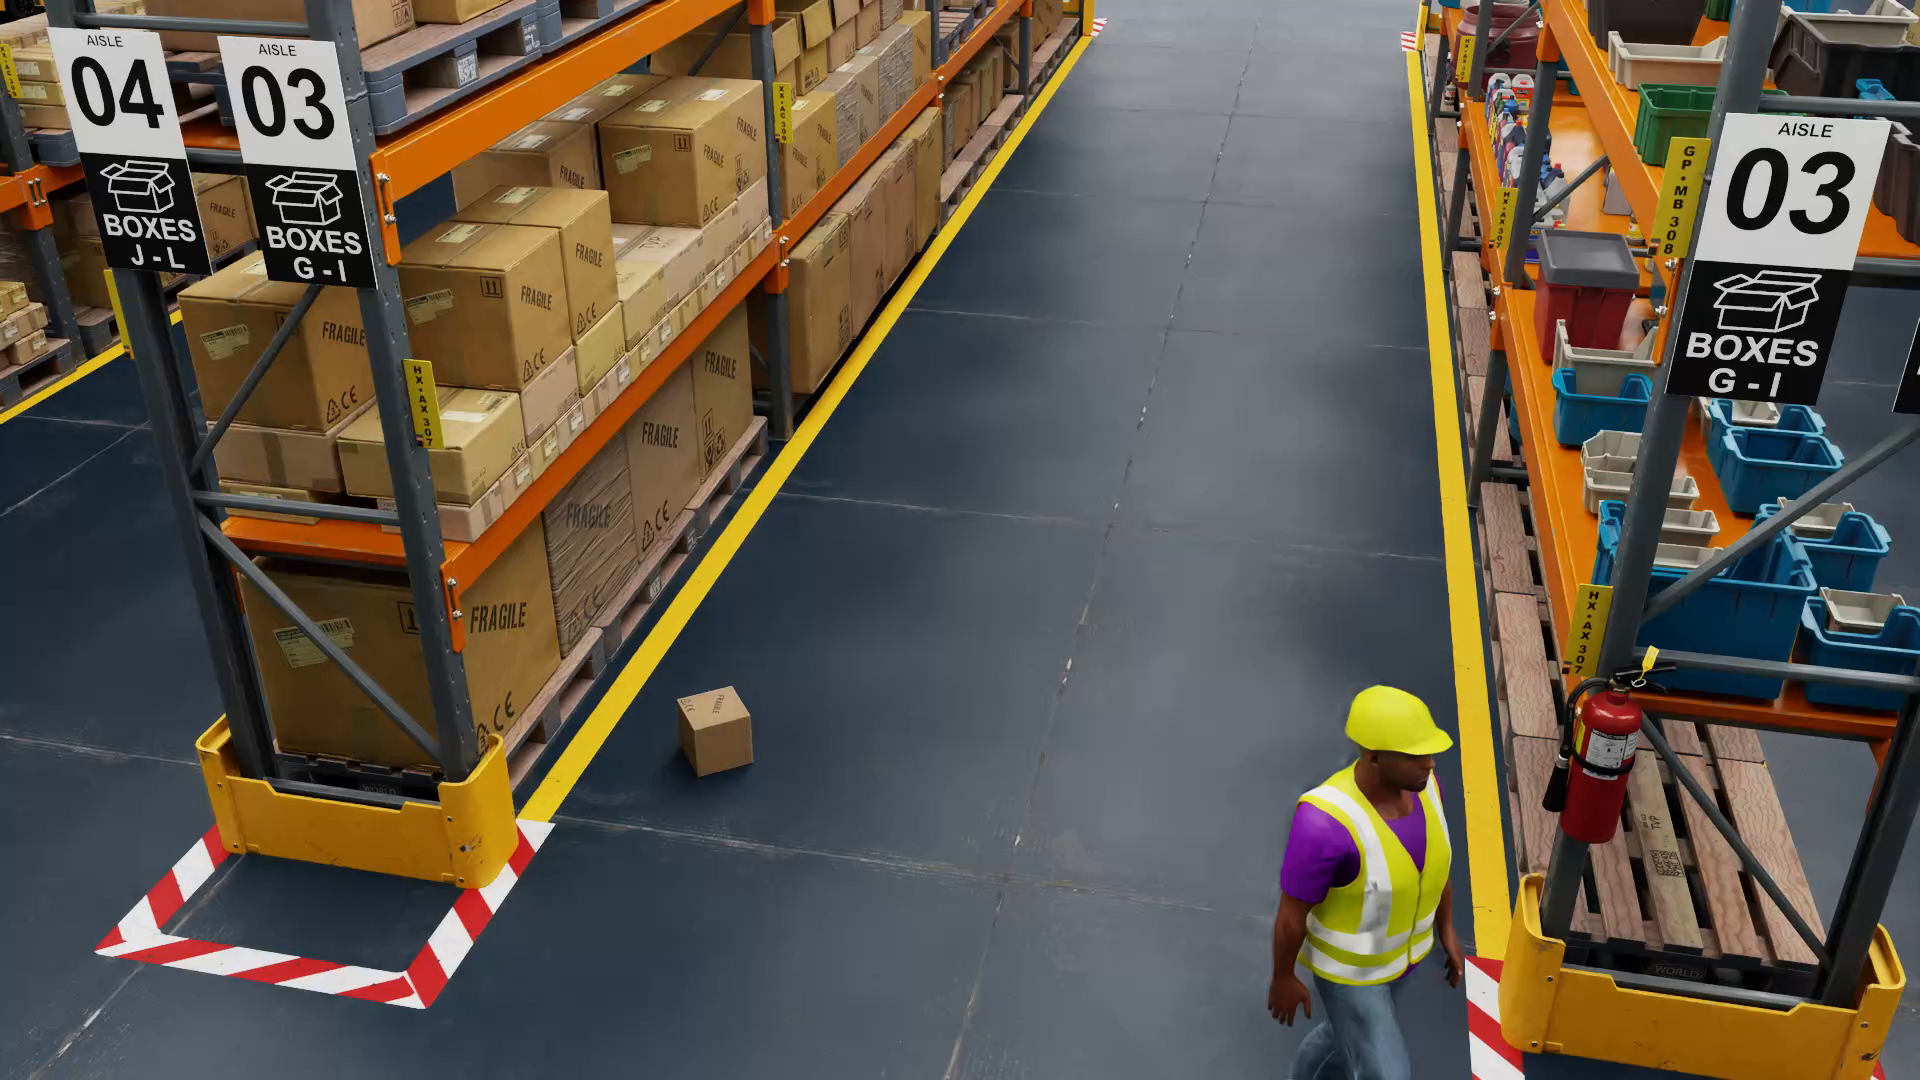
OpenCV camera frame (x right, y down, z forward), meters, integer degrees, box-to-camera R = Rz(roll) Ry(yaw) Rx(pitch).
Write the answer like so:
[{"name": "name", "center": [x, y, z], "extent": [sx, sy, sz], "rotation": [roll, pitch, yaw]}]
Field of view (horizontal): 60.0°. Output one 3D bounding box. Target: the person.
[{"name": "person", "center": [1.200, 1.235, 4.857], "extent": [0.598, 1.818, 0.532], "rotation": [-22, 36, -35]}]
